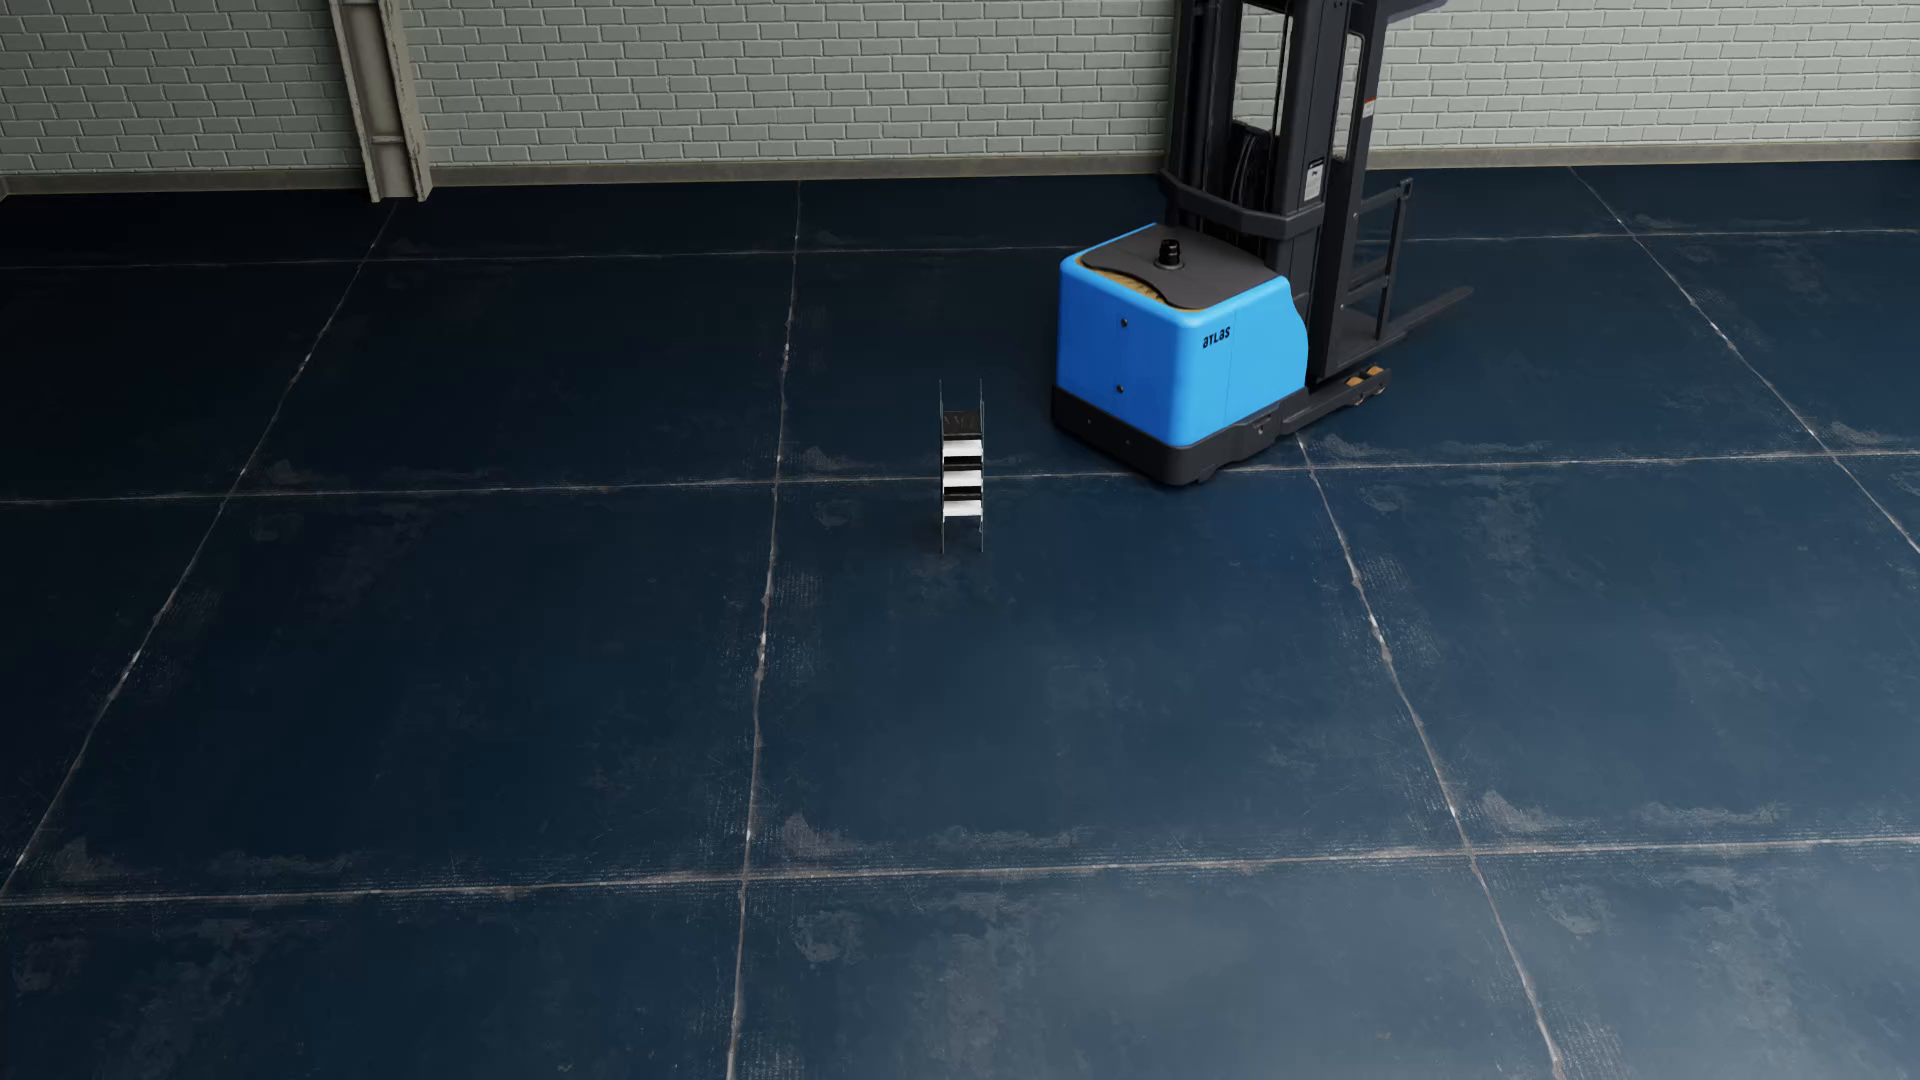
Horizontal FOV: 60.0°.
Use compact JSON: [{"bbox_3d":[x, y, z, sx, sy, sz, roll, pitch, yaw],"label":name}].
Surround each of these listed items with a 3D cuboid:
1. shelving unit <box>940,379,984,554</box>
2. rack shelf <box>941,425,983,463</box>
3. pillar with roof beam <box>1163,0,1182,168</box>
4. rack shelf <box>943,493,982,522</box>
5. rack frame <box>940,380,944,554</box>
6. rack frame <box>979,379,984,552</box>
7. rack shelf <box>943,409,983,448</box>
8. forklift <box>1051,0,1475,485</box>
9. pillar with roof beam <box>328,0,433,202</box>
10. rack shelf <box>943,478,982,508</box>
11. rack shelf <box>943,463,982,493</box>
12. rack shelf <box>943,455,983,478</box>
[{"bbox_3d":[0.008,-0.370,8.530,0.210,0.900,0.258,-2,35,-2],"label":"shelving unit"},{"bbox_3d":[0.008,-0.491,8.447,0.200,0.077,0.258,-2,35,-2],"label":"rack shelf"},{"bbox_3d":[1.983,-4.035,6.709,0.400,9.000,9.100,-2,35,-2],"label":"pillar with roof beam"},{"bbox_3d":[0.008,-0.195,8.652,0.200,0.077,0.258,-2,35,-2],"label":"rack shelf"},{"bbox_3d":[-0.093,-0.367,8.526,0.006,0.900,0.240,-2,35,-2],"label":"rack frame"},{"bbox_3d":[0.110,-0.373,8.534,0.006,0.900,0.240,-2,35,-2],"label":"rack frame"},{"bbox_3d":[0.008,-0.565,8.396,0.200,0.077,0.258,-2,35,-2],"label":"rack shelf"},{"bbox_3d":[1.968,-2.213,9.408,3.031,2.935,1.130,-27,43,-33],"label":"forklift"},{"bbox_3d":[-4.010,-3.873,6.475,0.400,9.000,9.100,-2,35,-2],"label":"pillar with roof beam"},{"bbox_3d":[0.008,-0.269,8.601,0.200,0.077,0.258,-2,35,-2],"label":"rack shelf"},{"bbox_3d":[0.008,-0.343,8.549,0.200,0.077,0.258,-2,35,-2],"label":"rack shelf"},{"bbox_3d":[0.008,-0.417,8.498,0.200,0.077,0.258,-2,35,-2],"label":"rack shelf"}]
